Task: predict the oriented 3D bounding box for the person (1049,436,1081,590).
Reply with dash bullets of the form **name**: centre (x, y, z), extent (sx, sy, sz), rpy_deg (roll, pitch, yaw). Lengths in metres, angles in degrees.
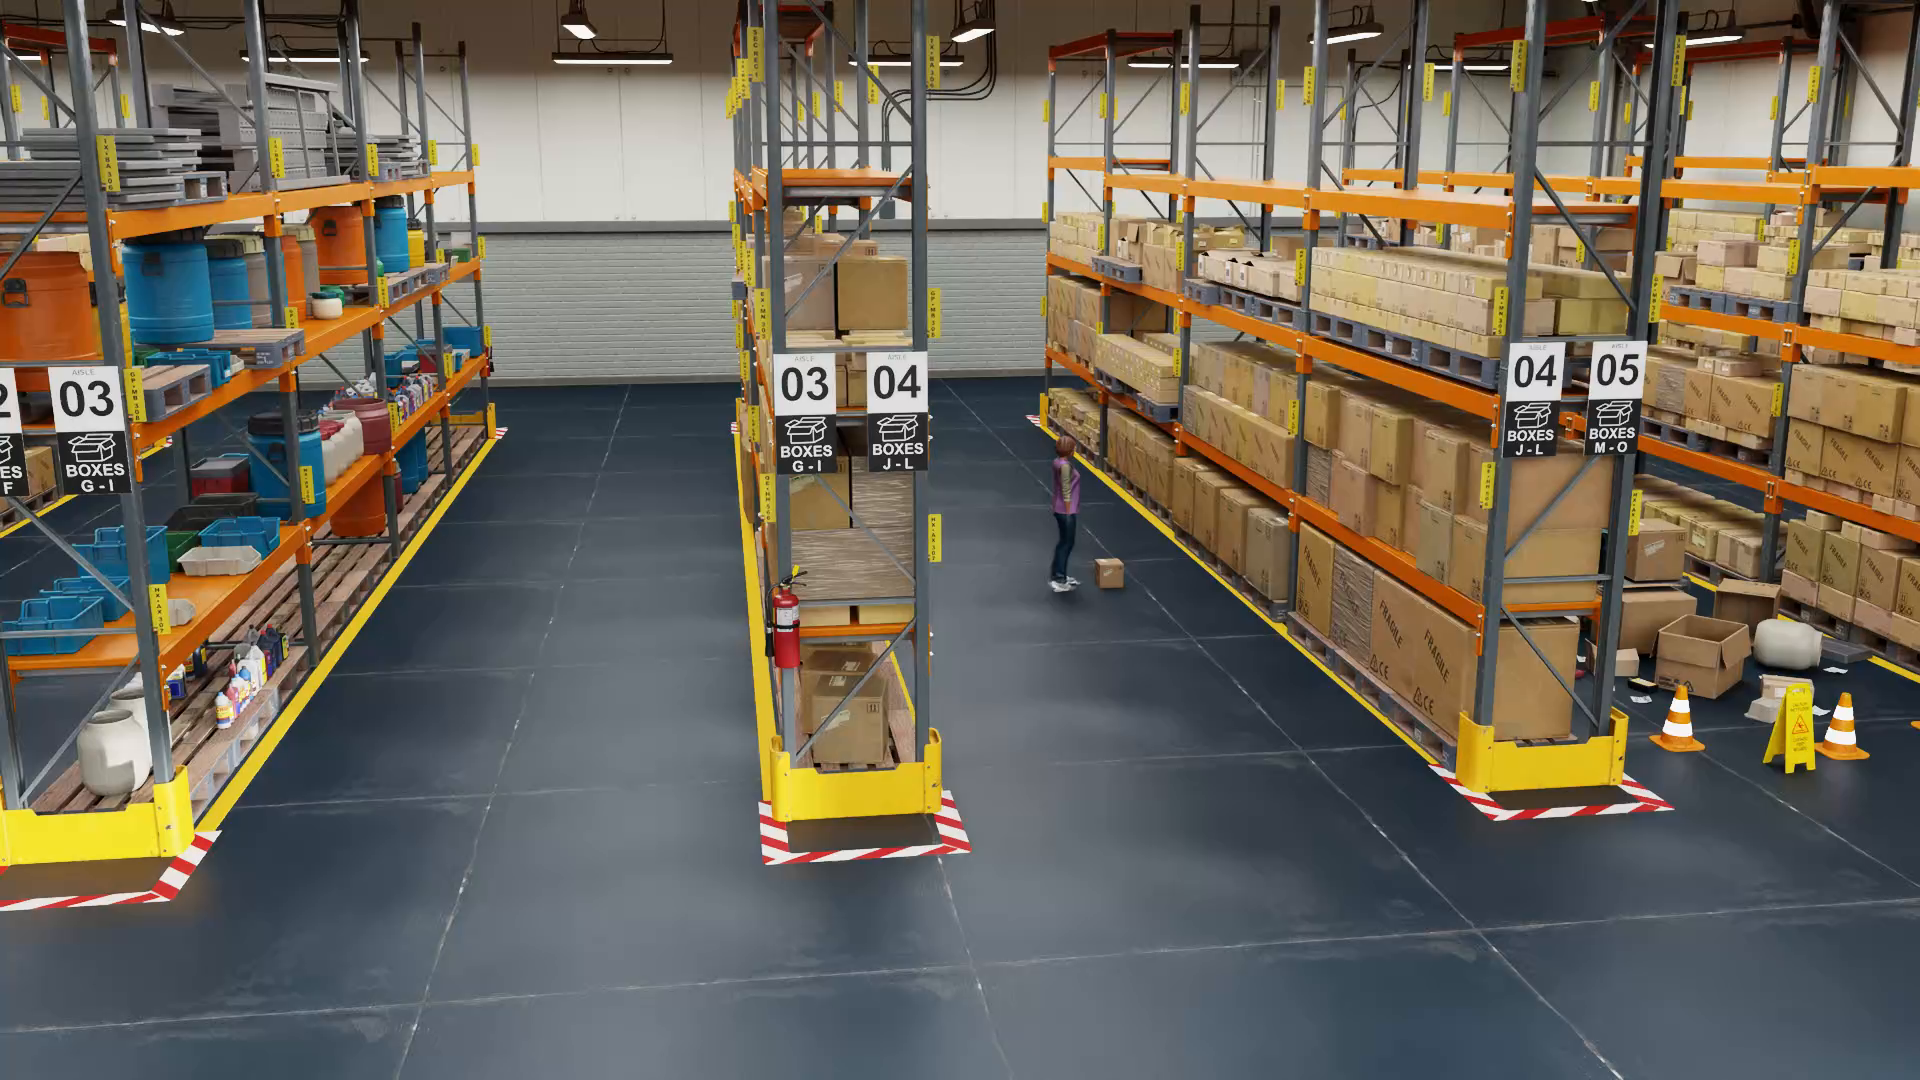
- **person**: centre (1.087, -0.279, 17.242), extent (0.312, 1.621, 0.406), rpy_deg (-2, 14, -7)
